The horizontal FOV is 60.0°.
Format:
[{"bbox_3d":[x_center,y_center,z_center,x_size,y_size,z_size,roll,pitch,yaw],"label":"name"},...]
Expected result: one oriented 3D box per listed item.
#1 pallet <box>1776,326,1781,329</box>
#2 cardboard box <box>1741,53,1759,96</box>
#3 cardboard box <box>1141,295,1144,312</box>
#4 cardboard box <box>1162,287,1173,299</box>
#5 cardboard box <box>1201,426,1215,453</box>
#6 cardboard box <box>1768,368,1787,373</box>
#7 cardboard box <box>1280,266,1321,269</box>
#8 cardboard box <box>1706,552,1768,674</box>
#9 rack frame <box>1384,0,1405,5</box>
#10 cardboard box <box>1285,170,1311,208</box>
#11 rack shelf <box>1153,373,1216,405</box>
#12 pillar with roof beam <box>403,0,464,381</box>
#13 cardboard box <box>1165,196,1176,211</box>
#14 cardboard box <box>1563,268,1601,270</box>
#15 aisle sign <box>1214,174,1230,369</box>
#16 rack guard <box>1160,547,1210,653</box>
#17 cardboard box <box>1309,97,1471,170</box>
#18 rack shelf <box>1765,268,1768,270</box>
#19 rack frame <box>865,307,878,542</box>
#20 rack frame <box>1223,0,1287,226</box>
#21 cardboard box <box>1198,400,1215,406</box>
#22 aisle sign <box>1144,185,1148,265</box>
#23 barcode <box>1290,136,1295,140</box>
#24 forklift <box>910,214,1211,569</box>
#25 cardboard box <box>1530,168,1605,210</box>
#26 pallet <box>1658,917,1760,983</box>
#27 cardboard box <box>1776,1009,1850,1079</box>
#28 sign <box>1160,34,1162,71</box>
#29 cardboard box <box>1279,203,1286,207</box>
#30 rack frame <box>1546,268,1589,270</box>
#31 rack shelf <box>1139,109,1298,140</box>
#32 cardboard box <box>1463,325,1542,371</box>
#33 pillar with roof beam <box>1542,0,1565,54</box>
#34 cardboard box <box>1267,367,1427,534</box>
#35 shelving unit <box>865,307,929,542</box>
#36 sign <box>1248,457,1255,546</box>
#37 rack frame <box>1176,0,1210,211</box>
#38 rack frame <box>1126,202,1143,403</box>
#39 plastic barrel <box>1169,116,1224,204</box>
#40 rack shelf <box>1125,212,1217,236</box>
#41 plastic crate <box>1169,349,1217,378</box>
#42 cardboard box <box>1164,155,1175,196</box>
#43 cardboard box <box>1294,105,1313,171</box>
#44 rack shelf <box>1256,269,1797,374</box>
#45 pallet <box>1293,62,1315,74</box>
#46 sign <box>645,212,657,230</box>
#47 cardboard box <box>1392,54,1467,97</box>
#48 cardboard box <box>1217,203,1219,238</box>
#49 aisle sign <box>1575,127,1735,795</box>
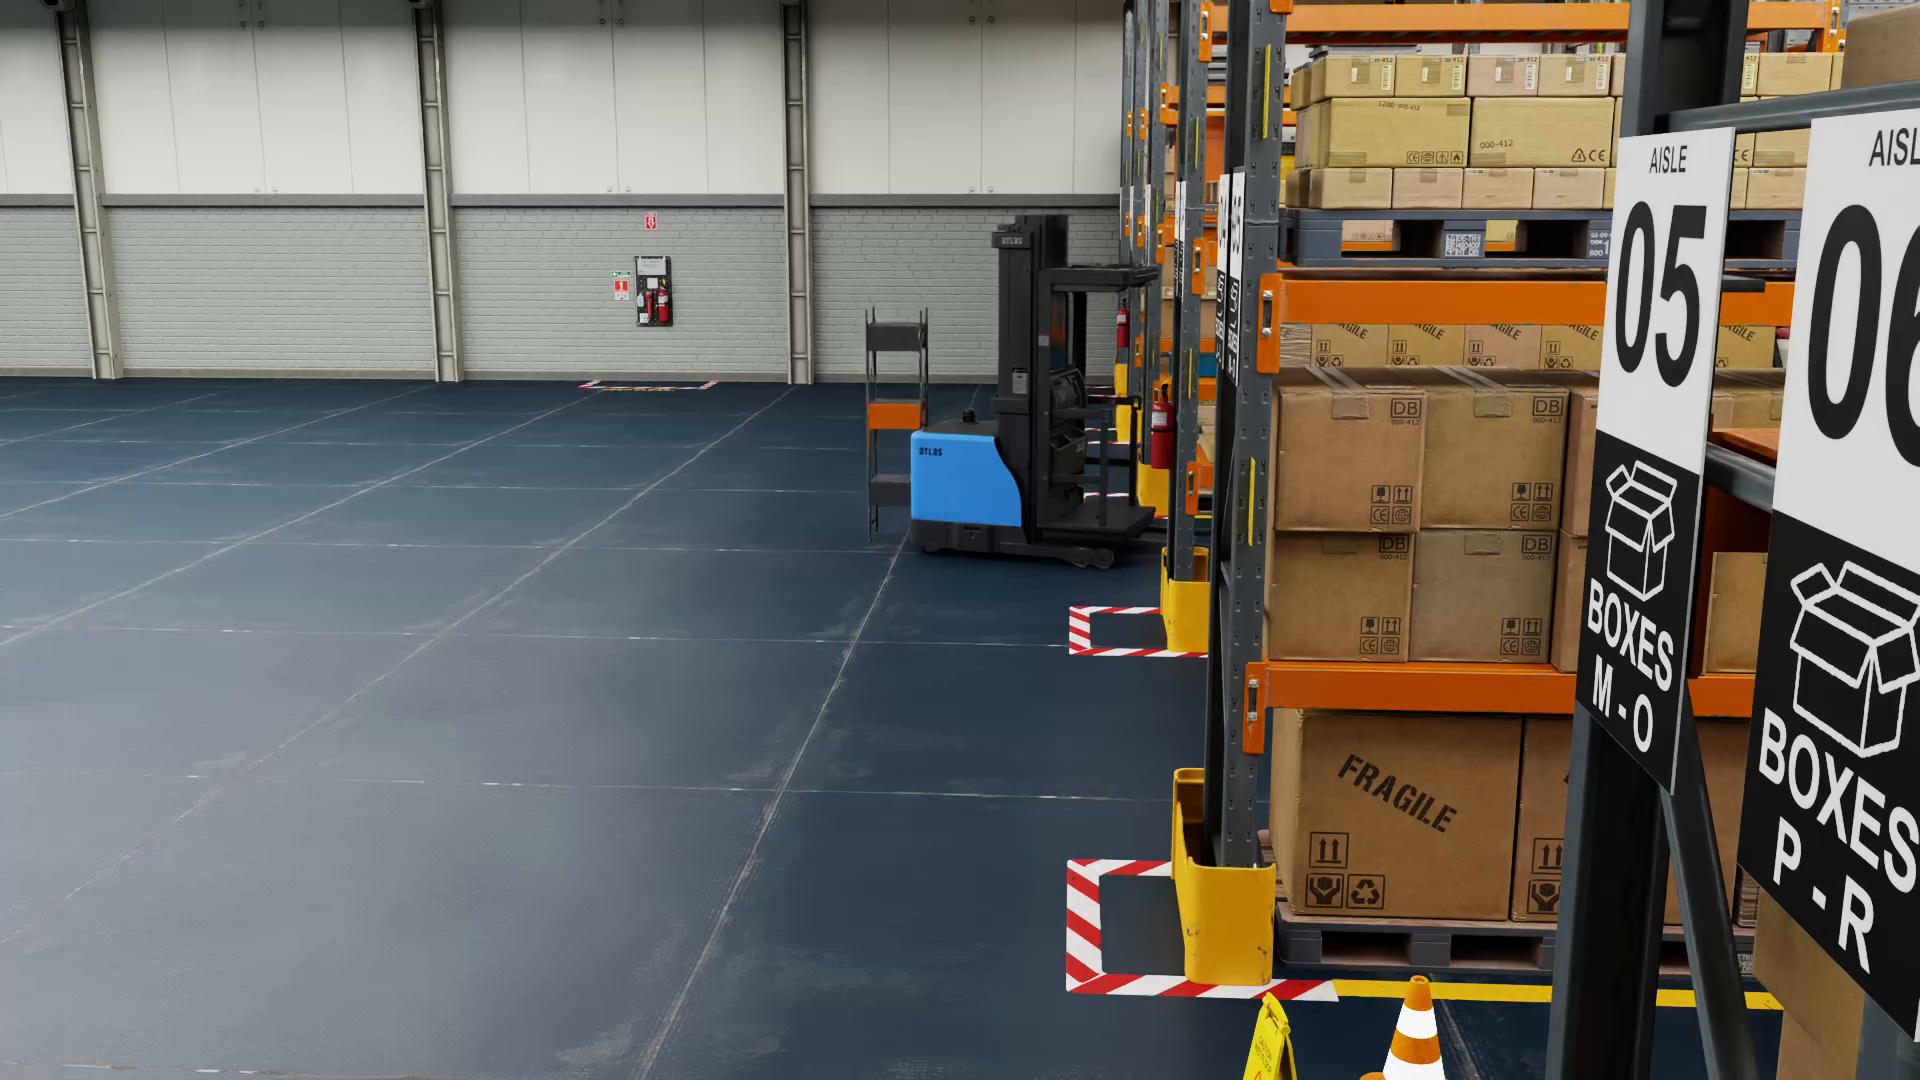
[{"bbox_3d":[10.910,-2.633,20.982,1.003,0.211,1.213,1,12,4],"label":"pallet"},{"bbox_3d":[2.729,-1.699,6.116,0.250,0.149,0.380,1,12,3],"label":"cardboard box"},{"bbox_3d":[3.040,-3.709,25.971,0.500,0.250,0.500,0,12,2],"label":"cardboard box"},{"bbox_3d":[2.624,-3.149,21.148,0.250,0.149,0.380,1,12,3],"label":"cardboard box"},{"bbox_3d":[1.880,-0.723,11.995,0.250,0.149,0.380,1,12,4],"label":"cardboard box"},{"bbox_3d":[3.688,-0.375,6.711,0.550,0.550,0.875,1,12,4],"label":"cardboard box"},{"bbox_3d":[4.293,-3.486,21.178,0.500,0.500,0.700,1,12,4],"label":"cardboard box"},{"bbox_3d":[3.155,0.162,6.786,0.500,0.550,0.875,1,12,4],"label":"cardboard box"},{"bbox_3d":[6.566,-6.725,25.423,0.127,3.000,1.000,1,12,4],"label":"rack frame"},{"bbox_3d":[1.504,-1.461,6.924,0.250,0.149,0.380,1,12,4],"label":"cardboard box"},{"bbox_3d":[3.908,-1.440,16.567,4.000,0.370,1.077,1,12,4],"label":"rack shelf"},{"bbox_3d":[-8.930,-6.232,23.064,0.548,9.000,9.100,1,12,4],"label":"pillar with roof beam"},{"bbox_3d":[3.425,-5.300,25.644,0.500,0.500,0.500,2,12,8],"label":"cardboard box"},{"bbox_3d":[9.528,-4.005,25.752,0.500,0.500,0.700,0,12,-2],"label":"cardboard box"},{"bbox_3d":[1.099,-1.131,6.981,0.004,0.787,0.394,1,12,4],"label":"aisle sign"},{"bbox_3d":[1.657,0.417,12.038,0.348,0.500,1.175,1,12,4],"label":"rack guard"},{"bbox_3d":[1.614,-1.532,6.291,0.500,0.250,0.500,1,12,4],"label":"cardboard box"},{"bbox_3d":[7.568,-1.842,11.161,4.000,0.370,1.077,1,12,4],"label":"rack shelf"},{"bbox_3d":[-0.806,-1.054,15.160,0.015,2.100,0.400,1,12,7],"label":"rack frame"},{"bbox_3d":[1.149,-2.733,6.335,0.127,3.000,1.000,1,12,4],"label":"rack frame"},{"bbox_3d":[3.266,-1.999,21.340,0.500,0.500,0.500,1,12,4],"label":"cardboard box"},{"bbox_3d":[1.861,-3.154,16.652,0.004,0.787,0.394,1,12,4],"label":"aisle sign"},{"bbox_3d":[5.207,-6.294,26.047,0.075,0.075,0.001,1,12,4],"label":"barcode"},{"bbox_3d":[1.128,-1.310,14.355,3.031,2.935,1.130,4,13,20],"label":"forklift"},{"bbox_3d":[2.227,-1.315,6.230,0.250,0.149,0.380,1,12,4],"label":"cardboard box"},{"bbox_3d":[3.166,1.581,7.176,1.213,0.211,1.003,1,12,4],"label":"pallet"},{"bbox_3d":[1.479,0.973,2.301,0.500,0.500,0.500,1,12,3],"label":"cardboard box"},{"bbox_3d":[1.871,-4.542,15.494,0.005,0.325,0.100,1,12,4],"label":"sign"},{"bbox_3d":[2.045,-2.143,11.211,0.500,0.250,0.500,1,12,5],"label":"cardboard box"},{"bbox_3d":[5.904,-1.765,16.362,0.127,3.000,1.000,1,12,4],"label":"rack frame"},{"bbox_3d":[4.243,-5.193,20.831,4.000,0.370,1.077,1,12,4],"label":"rack shelf"},{"bbox_3d":[3.609,-1.408,11.244,0.500,0.500,0.500,1,12,4],"label":"cardboard box"},{"bbox_3d":[9.030,-5.986,21.887,0.548,9.000,9.100,1,12,4],"label":"pillar with roof beam"},{"bbox_3d":[1.517,-0.385,6.761,0.550,0.550,0.875,1,12,4],"label":"cardboard box"},{"bbox_3d":[-0.564,-1.048,15.129,0.503,2.100,0.431,1,12,7],"label":"shelving unit"},{"bbox_3d":[1.106,-0.145,6.311,0.005,0.325,0.100,1,12,4],"label":"sign"},{"bbox_3d":[1.582,-3.744,11.172,0.127,3.000,1.000,1,12,4],"label":"rack frame"},{"bbox_3d":[2.247,-2.832,21.461,0.127,3.000,1.000,1,12,4],"label":"rack frame"},{"bbox_3d":[2.406,-3.723,16.322,0.708,0.830,0.600,1,12,4],"label":"plastic barrel"},{"bbox_3d":[4.570,-4.932,25.935,4.000,0.370,1.077,1,12,4],"label":"rack shelf"},{"bbox_3d":[2.432,-1.801,16.898,0.616,0.251,0.499,1,12,4],"label":"plastic crate"},{"bbox_3d":[2.820,-4.616,21.044,0.637,0.503,0.797,2,12,8],"label":"cardboard box"},{"bbox_3d":[1.656,-1.641,6.815,0.500,0.250,0.500,1,12,4],"label":"cardboard box"},{"bbox_3d":[3.145,-0.885,6.585,4.000,0.370,1.077,1,12,4],"label":"rack shelf"},{"bbox_3d":[3.859,-4.435,15.912,1.213,0.211,1.003,1,12,4],"label":"pallet"},{"bbox_3d":[-5.120,-5.290,27.550,0.199,0.298,0.001,1,12,4],"label":"sign"},{"bbox_3d":[1.711,-1.713,6.183,0.250,0.149,0.380,1,12,4],"label":"cardboard box"},{"bbox_3d":[2.080,-2.248,11.711,0.500,0.250,0.500,1,12,5],"label":"cardboard box"},{"bbox_3d":[0.877,-0.116,2.129,0.004,0.787,0.394,1,12,4],"label":"aisle sign"}]
